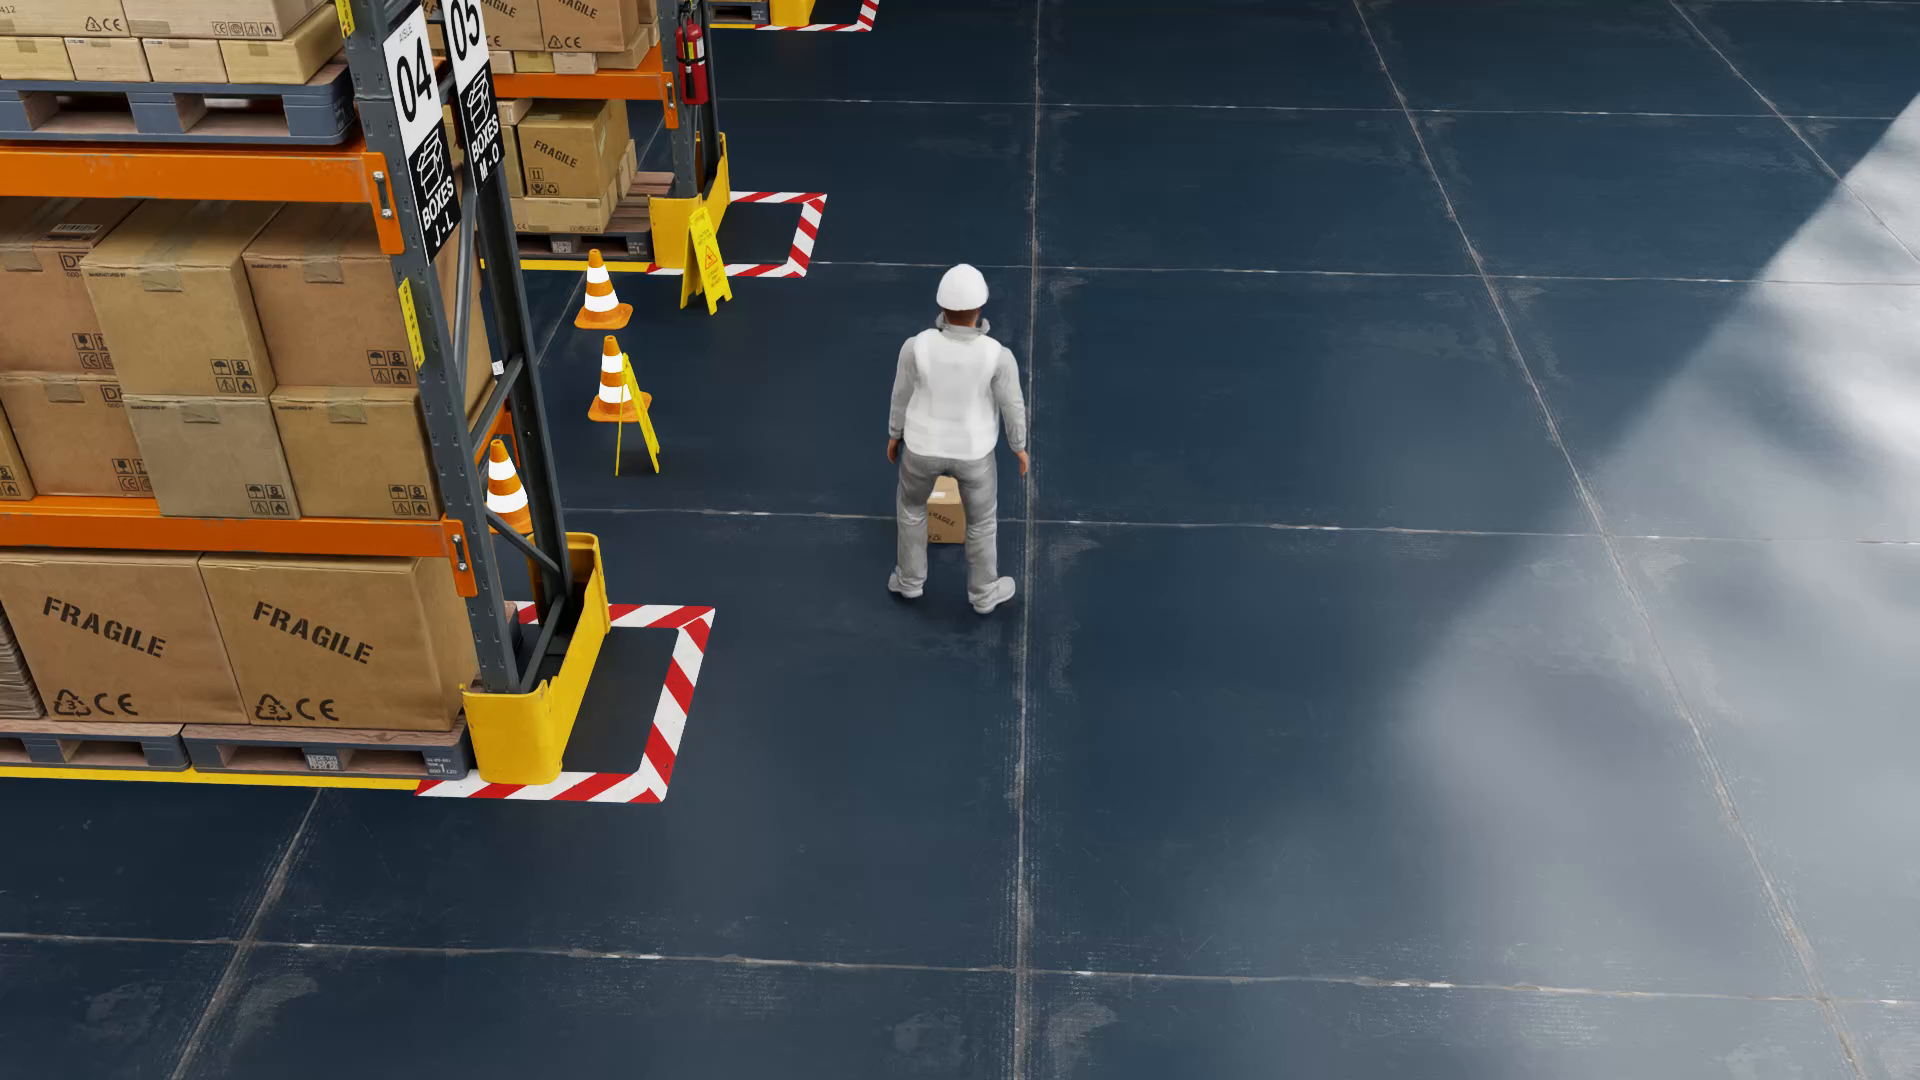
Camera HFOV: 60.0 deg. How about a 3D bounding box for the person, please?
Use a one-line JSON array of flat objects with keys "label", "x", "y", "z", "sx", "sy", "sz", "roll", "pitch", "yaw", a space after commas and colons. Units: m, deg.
[{"label": "person", "x": -0.027, "y": -0.436, "z": 7.690, "sx": 0.686, "sy": 1.800, "sz": 0.374, "roll": 3, "pitch": 36, "yaw": 5}]
